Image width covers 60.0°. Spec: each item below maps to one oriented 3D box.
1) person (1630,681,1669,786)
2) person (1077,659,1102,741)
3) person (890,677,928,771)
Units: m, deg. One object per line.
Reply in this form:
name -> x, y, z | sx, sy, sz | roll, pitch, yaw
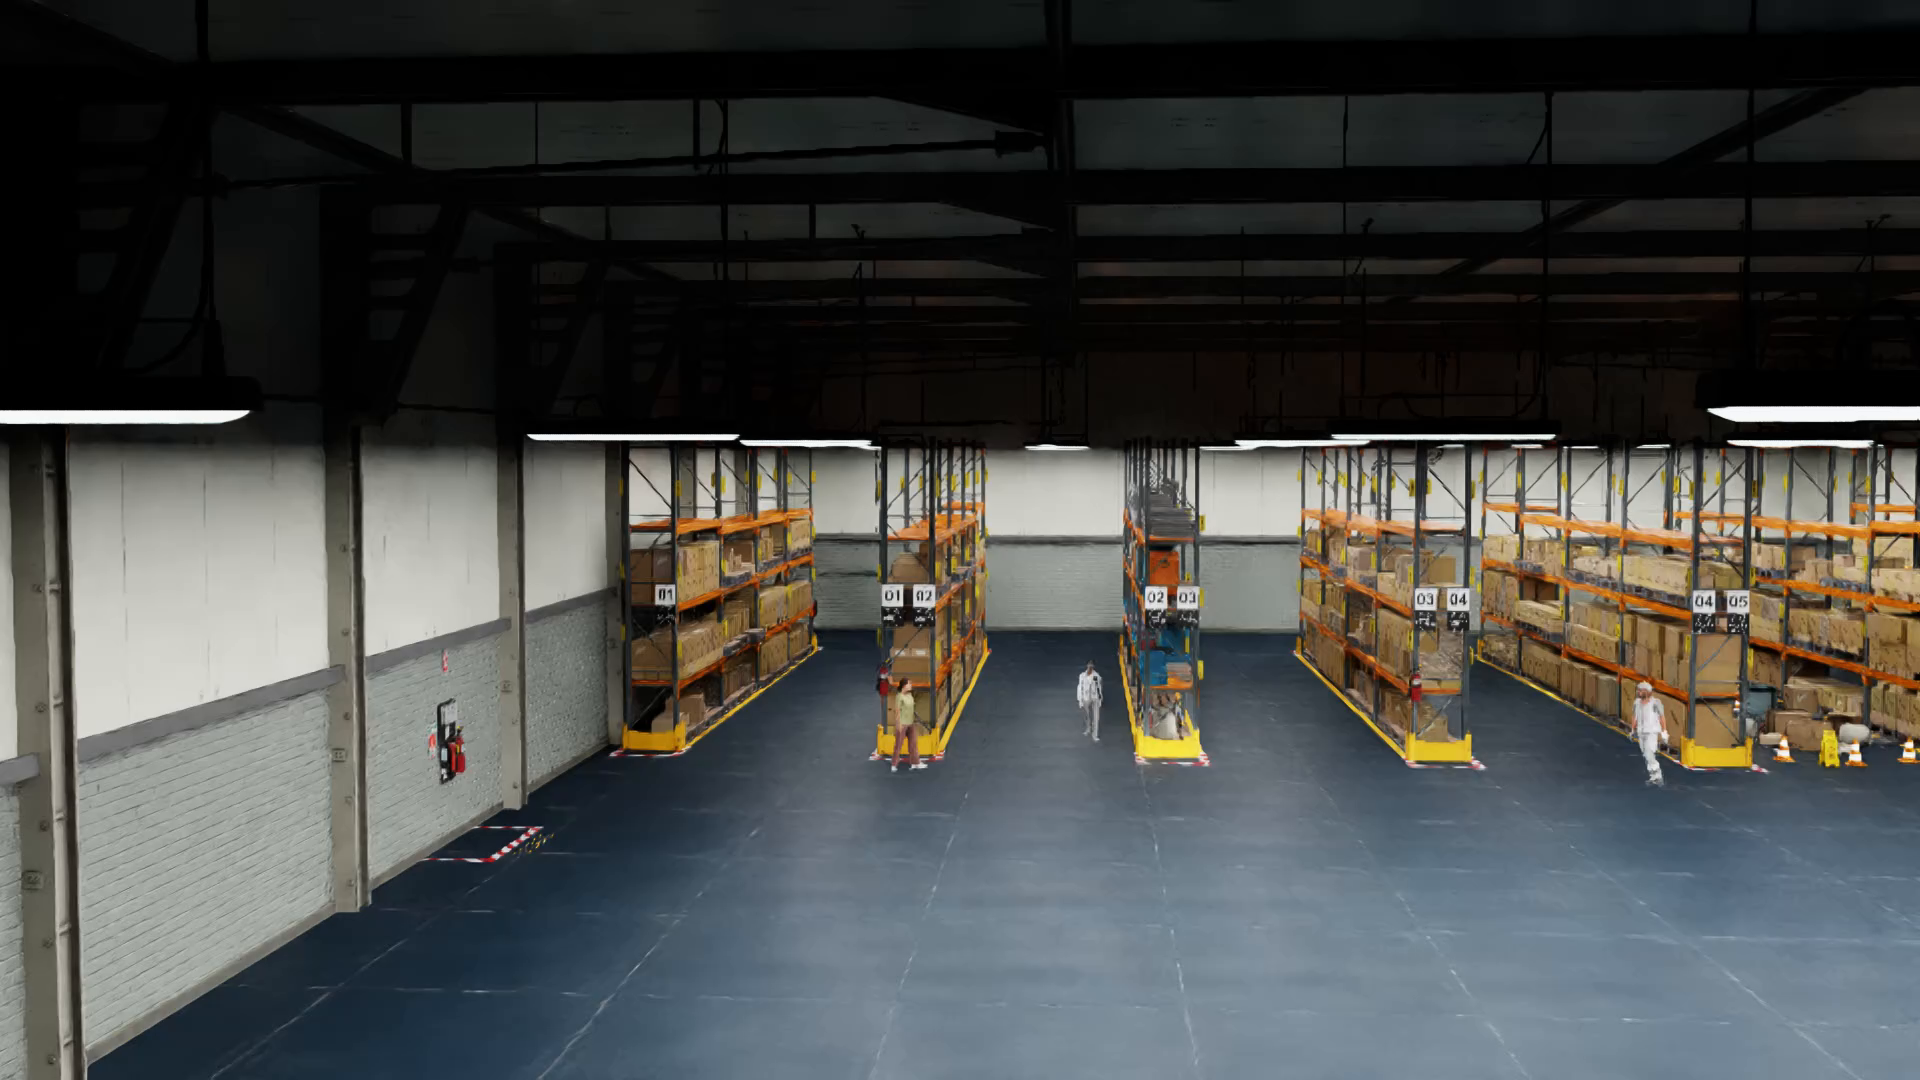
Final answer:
person -> 11.755, 3.300, 28.392 | 0.469, 1.776, 0.634 | -2, 4, -30
person -> 2.572, 3.143, 32.972 | 0.495, 1.589, 1.086 | 0, 3, 7
person -> -0.959, 3.405, 29.789 | 0.499, 1.414, 0.647 | 2, 4, 35
